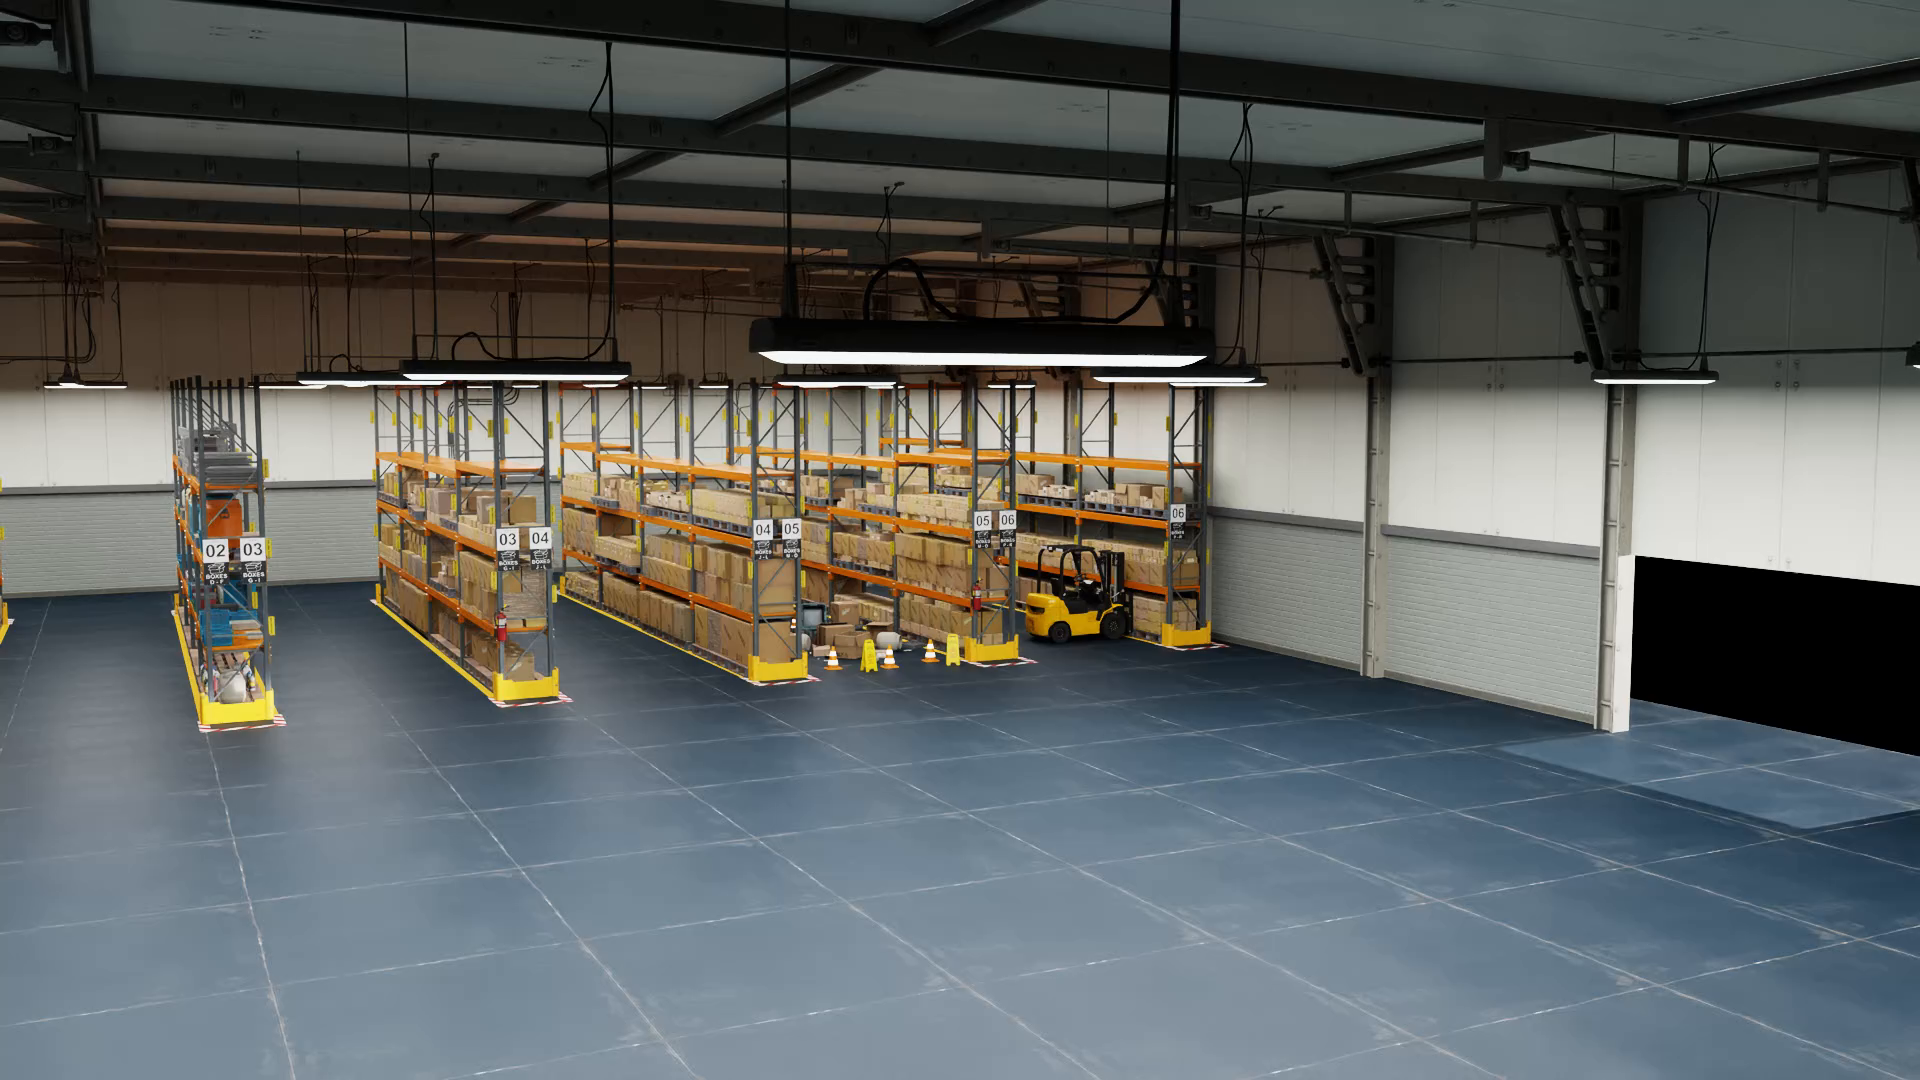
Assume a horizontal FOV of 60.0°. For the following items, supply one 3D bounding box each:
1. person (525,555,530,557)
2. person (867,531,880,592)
[{"bbox_3d":[-12.120,0.719,46.620,0.720,1.788,0.851,0,5,-5],"label":"person"},{"bbox_3d":[-2.387,0.597,45.223,0.654,1.688,0.761,-3,6,-29],"label":"person"}]
